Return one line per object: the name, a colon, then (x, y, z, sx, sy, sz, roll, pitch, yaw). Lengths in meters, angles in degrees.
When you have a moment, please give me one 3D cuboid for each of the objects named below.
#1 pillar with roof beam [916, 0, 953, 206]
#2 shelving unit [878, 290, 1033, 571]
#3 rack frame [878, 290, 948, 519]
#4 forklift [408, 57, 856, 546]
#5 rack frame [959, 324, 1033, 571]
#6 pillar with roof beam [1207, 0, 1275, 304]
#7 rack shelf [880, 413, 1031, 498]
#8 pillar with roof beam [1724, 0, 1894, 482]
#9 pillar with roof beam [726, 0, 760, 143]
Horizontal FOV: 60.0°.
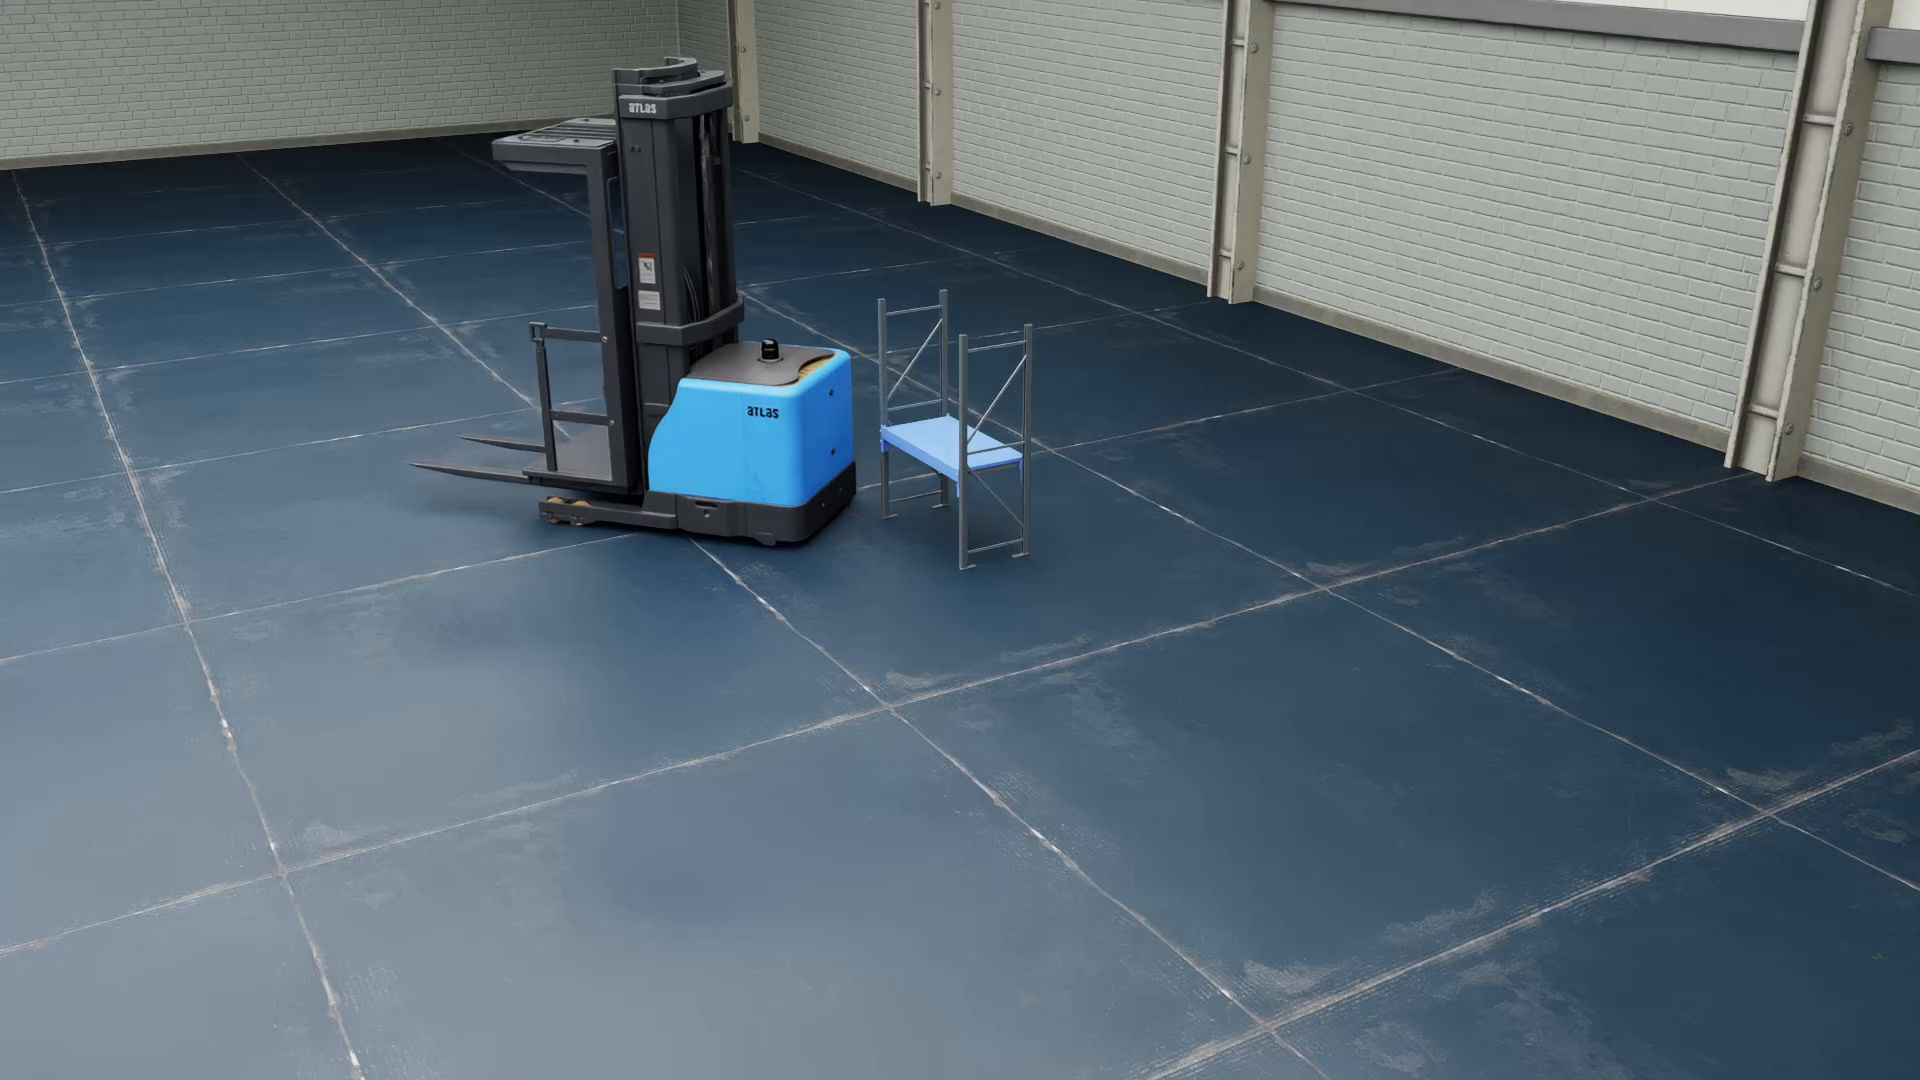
pillar with roof beam: (-4.023, -7.733, 17.885, 9.100, 9.000, 0.400, -13, 25, -28)
shelving unit: (-0.044, -0.722, 10.597, 0.538, 1.500, 1.048, -13, 25, -28)
rack frame: (-0.303, -0.887, 11.002, 0.500, 1.500, 0.032, -13, 25, -28)
forklift: (-2.287, -1.629, 10.926, 3.031, 2.935, 1.130, 7, 23, 16)
rack frame: (0.216, -0.558, 10.192, 0.500, 1.500, 0.032, -13, 25, -28)
pillar with roof beam: (-0.958, -5.791, 13.107, 9.100, 9.000, 0.400, -13, 25, -28)
rack shelf: (-0.044, -0.556, 10.665, 0.538, 0.185, 1.000, -13, 25, -28)
pillar with roof beam: (2.107, -3.848, 8.328, 9.100, 9.000, 0.400, -13, 25, -28)
pillar with roof beam: (-7.088, -9.675, 22.664, 9.100, 9.000, 0.400, -13, 25, -28)
